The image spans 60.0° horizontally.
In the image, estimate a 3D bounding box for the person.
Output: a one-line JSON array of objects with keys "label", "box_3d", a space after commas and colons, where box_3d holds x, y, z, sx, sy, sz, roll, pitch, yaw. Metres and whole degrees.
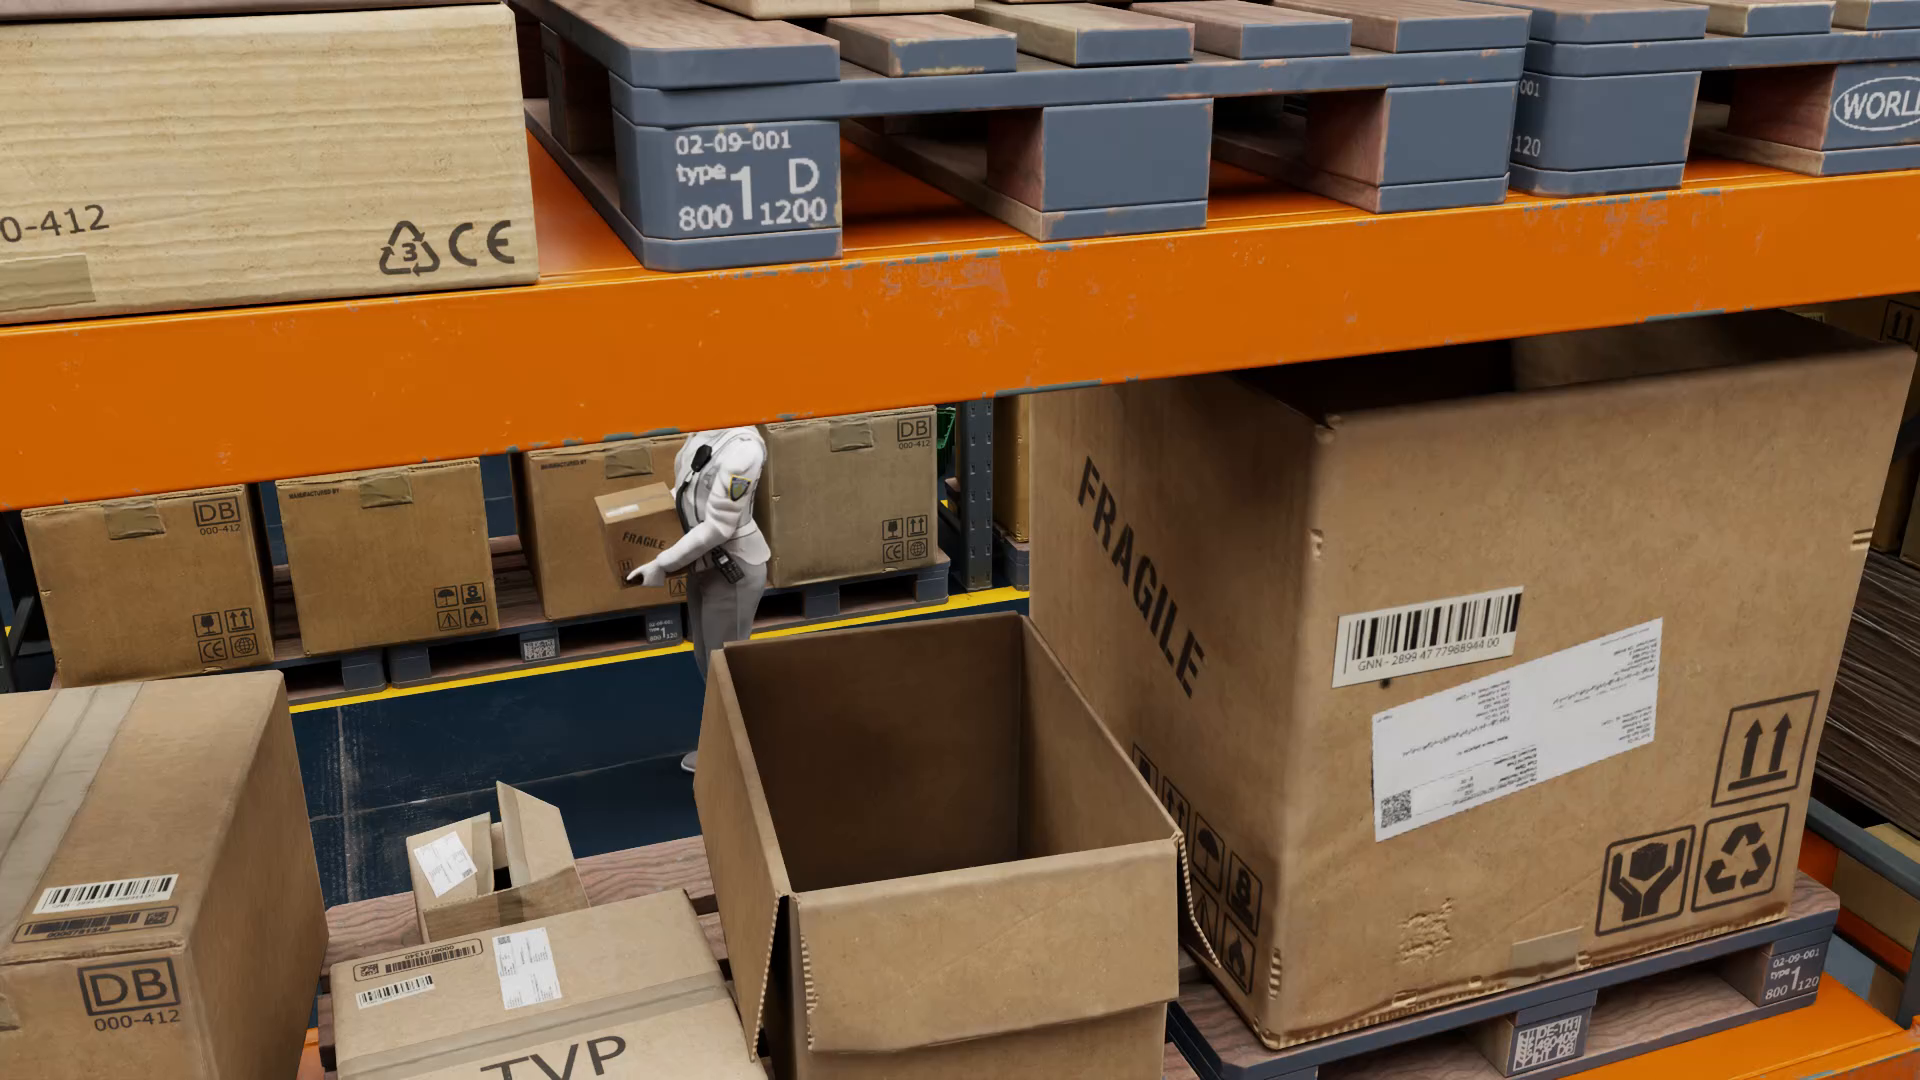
[{"label": "person", "box_3d": [-0.896, 0.110, 5.799, 0.563, 1.686, 0.459, -8, 24, -18]}]
